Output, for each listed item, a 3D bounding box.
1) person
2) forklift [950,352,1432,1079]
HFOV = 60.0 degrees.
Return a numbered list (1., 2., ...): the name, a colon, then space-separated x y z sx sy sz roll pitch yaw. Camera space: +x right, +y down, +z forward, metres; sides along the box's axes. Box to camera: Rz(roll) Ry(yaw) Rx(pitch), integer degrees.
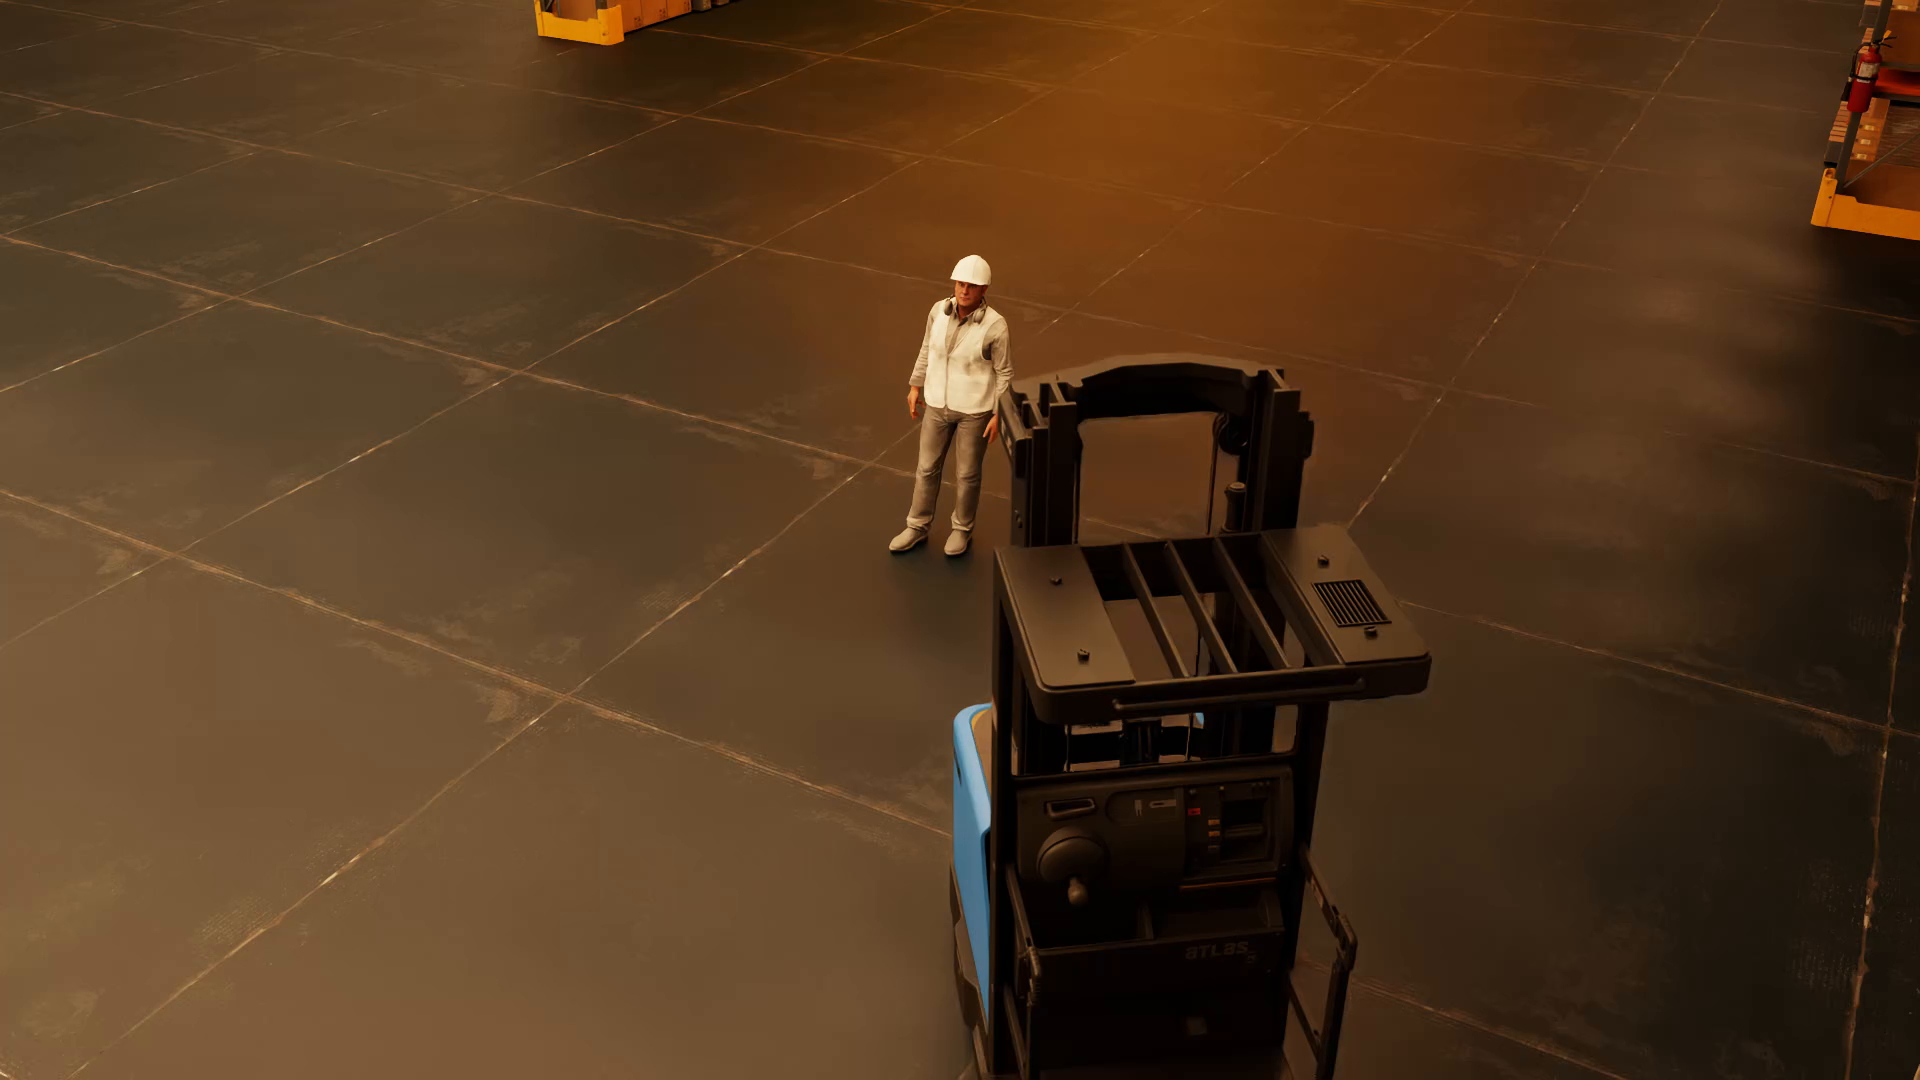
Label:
1. person: -0.037 -0.750 9.512 0.632 1.773 0.568 15 33 25
2. forklift: 0.681 1.021 5.302 1.130 2.935 3.031 -4 30 -7
